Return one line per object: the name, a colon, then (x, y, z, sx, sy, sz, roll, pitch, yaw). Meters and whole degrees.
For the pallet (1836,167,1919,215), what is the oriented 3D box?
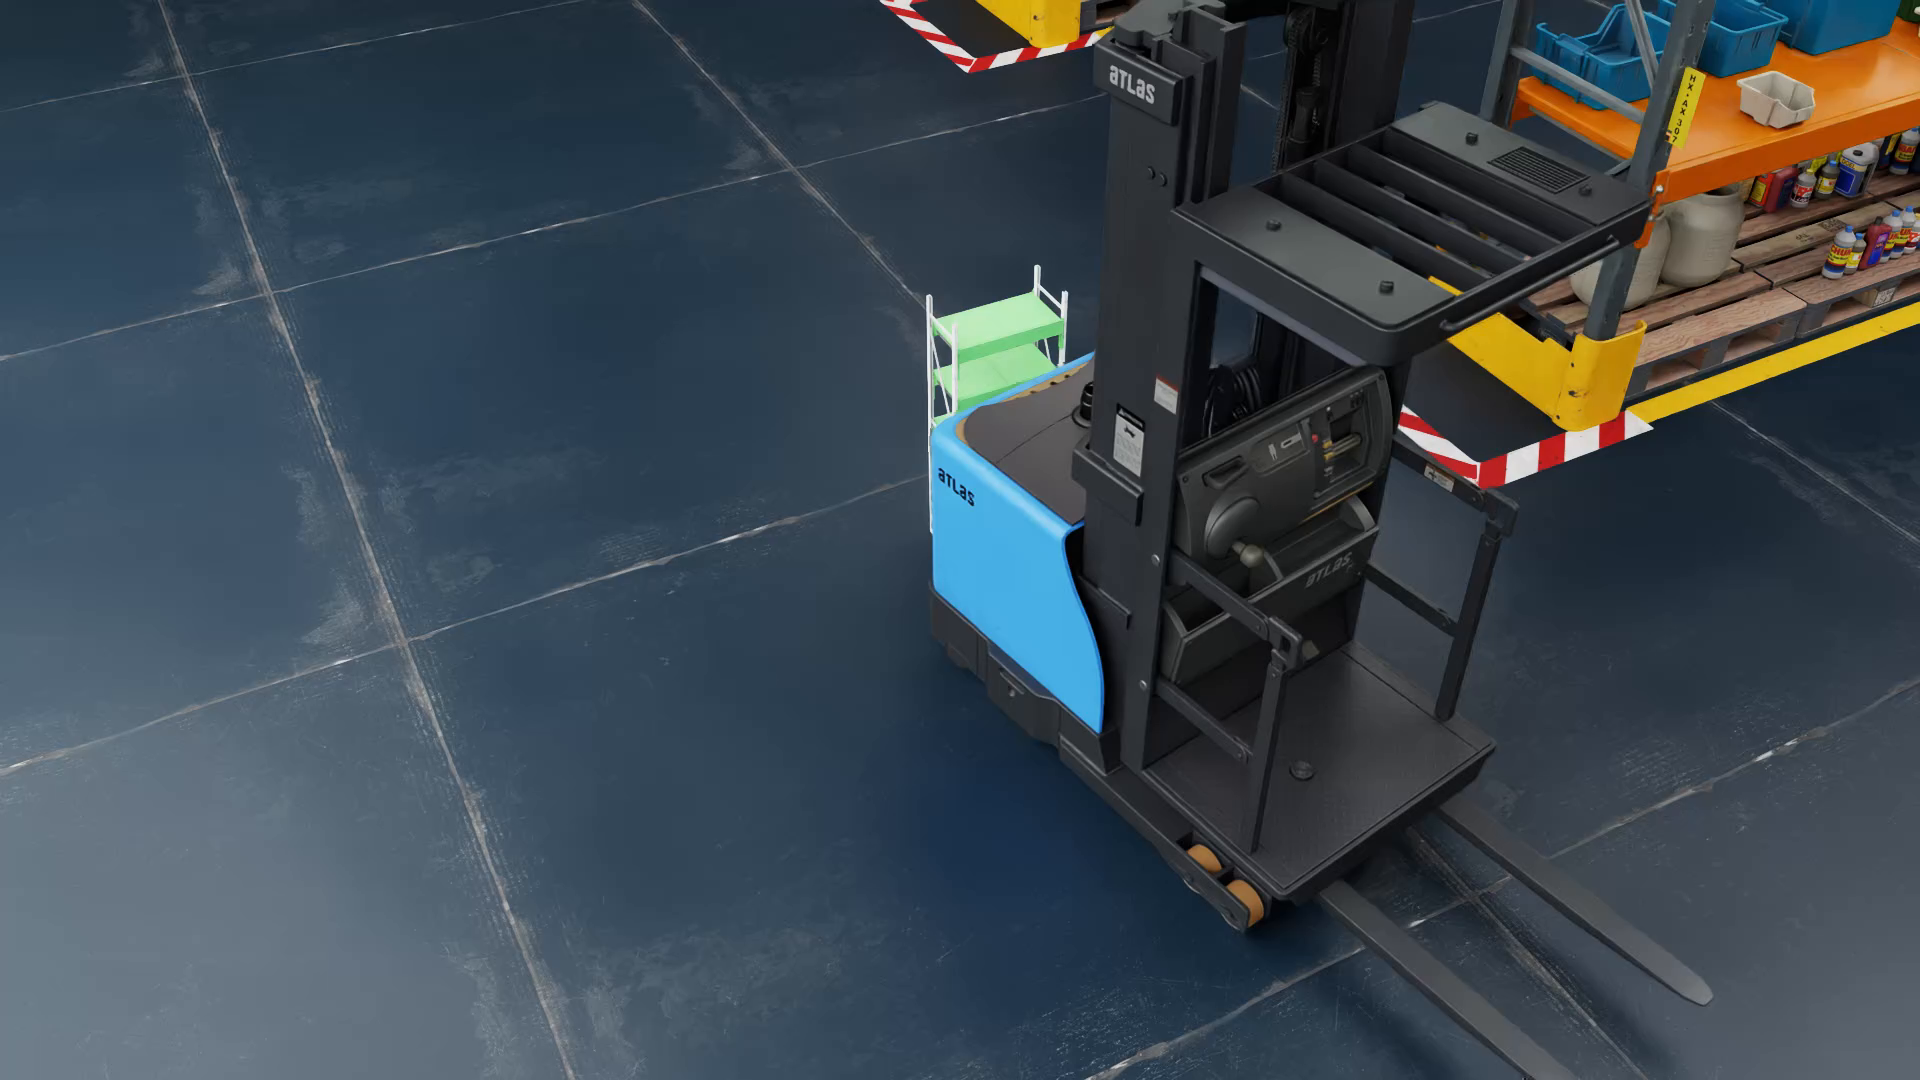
pallet: (5.647, -1.930, 9.367, 1.213, 0.211, 1.003, -19, 44, -21)

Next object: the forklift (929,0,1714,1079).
forklift: (1.177, -0.158, 5.168, 1.130, 2.935, 3.031, -27, 47, -28)

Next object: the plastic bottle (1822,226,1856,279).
plastic bottle: (4.466, -1.466, 8.432, 0.097, 0.271, 0.097, 0, 40, 0)

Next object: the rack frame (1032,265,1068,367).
rack frame: (0.363, -0.580, 7.007, 0.015, 1.200, 0.240, -19, 44, -21)

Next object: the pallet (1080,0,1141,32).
pallet: (1.088, -4.005, 11.817, 1.213, 0.211, 1.003, -19, 44, -21)

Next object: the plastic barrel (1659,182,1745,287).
plastic barrel: (3.707, -1.578, 8.393, 0.421, 0.512, 0.421, 0, 40, 0)

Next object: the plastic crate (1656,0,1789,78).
plastic crate: (3.598, -2.432, 7.916, 0.408, 0.251, 0.499, -19, 44, -21)

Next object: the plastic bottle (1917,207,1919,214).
plastic bottle: (5.171, -1.806, 8.823, 0.133, 0.283, 0.061, -19, 44, -21)

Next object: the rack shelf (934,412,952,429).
rack shelf: (0.147, -0.459, 6.962, 0.480, 0.148, 0.258, -19, 44, -21)

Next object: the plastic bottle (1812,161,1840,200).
plastic bottle: (4.739, -1.973, 9.084, 0.097, 0.201, 0.097, 0, 40, 0)

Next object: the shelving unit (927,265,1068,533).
shelving unit: (0.147, -0.507, 6.921, 0.503, 1.200, 0.258, -19, 44, -21)

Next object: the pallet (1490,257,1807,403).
pallet: (3.483, -1.202, 8.506, 1.213, 0.211, 1.003, -19, 44, -21)

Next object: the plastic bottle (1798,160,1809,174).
plastic bottle: (4.500, -2.006, 9.065, 0.135, 0.276, 0.152, -20, 44, -22)

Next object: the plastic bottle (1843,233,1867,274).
plastic bottle: (4.558, -1.470, 8.491, 0.097, 0.201, 0.097, 0, 40, 0)

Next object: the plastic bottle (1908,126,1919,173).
plastic bottle: (5.421, -2.242, 9.287, 0.185, 0.351, 0.144, -19, 44, -21)

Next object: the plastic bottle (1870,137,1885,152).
plastic bottle: (5.073, -2.173, 9.266, 0.097, 0.271, 0.097, 0, 40, 0)

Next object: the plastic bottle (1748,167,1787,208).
plastic bottle: (4.377, -1.964, 9.016, 0.135, 0.276, 0.152, -18, 44, -20)

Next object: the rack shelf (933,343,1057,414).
rack shelf: (0.147, -0.642, 6.807, 0.480, 0.148, 0.258, -19, 44, -21)

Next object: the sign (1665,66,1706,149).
sign: (2.964, -1.766, 6.801, 0.005, 0.325, 0.100, -19, 44, -21)

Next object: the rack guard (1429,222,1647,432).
rack guard: (2.760, -1.073, 8.130, 0.348, 0.500, 1.175, -19, 44, -21)

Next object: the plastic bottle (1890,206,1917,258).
plastic bottle: (4.859, -1.598, 8.588, 0.097, 0.271, 0.097, 0, 40, 0)

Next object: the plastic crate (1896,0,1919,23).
plastic crate: (4.927, -2.847, 8.455, 0.662, 0.188, 0.450, -19, 44, -21)

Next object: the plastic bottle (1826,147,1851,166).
plastic bottle: (4.810, -2.141, 9.168, 0.185, 0.351, 0.144, -19, 44, -21)

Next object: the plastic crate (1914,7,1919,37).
plastic crate: (4.938, -2.440, 8.016, 0.437, 0.136, 0.530, -19, 44, -21)

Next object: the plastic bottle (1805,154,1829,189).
plastic bottle: (4.645, -2.086, 9.102, 0.185, 0.351, 0.144, -17, 43, -19)

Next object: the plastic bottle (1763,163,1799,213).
plastic bottle: (4.426, -1.906, 8.942, 0.133, 0.283, 0.061, -19, 44, -21)

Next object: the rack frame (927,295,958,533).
rack frame: (-0.070, -0.435, 6.835, 0.015, 1.200, 0.240, -19, 44, -21)

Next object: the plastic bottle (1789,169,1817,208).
plastic bottle: (4.574, -1.911, 9.012, 0.097, 0.201, 0.097, 0, 40, 0)

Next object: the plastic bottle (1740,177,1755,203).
plastic bottle: (4.236, -1.953, 8.997, 0.133, 0.283, 0.061, -18, 43, -20)

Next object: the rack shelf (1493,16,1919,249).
rack shelf: (4.488, -2.299, 8.202, 4.000, 0.370, 1.077, -19, 44, -21)

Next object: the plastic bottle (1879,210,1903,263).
plastic bottle: (4.770, -1.568, 8.552, 0.097, 0.271, 0.097, 0, 40, 0)

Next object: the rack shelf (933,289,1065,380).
rack shelf: (0.147, -0.825, 6.652, 0.480, 0.148, 0.258, -19, 44, -21)

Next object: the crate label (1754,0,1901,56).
crate label: (4.221, -2.695, 8.085, 0.616, 0.435, 0.502, -19, 44, -21)

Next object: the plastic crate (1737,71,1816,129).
plastic crate: (3.656, -1.959, 7.447, 0.250, 0.136, 0.298, -19, 44, -21)

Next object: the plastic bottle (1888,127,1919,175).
plastic bottle: (5.281, -2.182, 9.277, 0.097, 0.271, 0.097, 0, 40, 0)

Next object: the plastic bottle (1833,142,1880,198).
plastic bottle: (4.900, -2.035, 9.101, 0.135, 0.276, 0.152, -19, 44, -21)

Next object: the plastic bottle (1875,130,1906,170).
plastic bottle: (5.187, -2.268, 9.318, 0.185, 0.351, 0.144, -20, 44, -22)

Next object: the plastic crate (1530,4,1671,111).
plastic crate: (3.020, -2.241, 7.691, 0.616, 0.251, 0.499, -19, 44, -21)

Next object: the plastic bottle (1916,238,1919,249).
plastic bottle: (5.038, -1.659, 8.659, 0.097, 0.271, 0.097, 0, 40, 0)

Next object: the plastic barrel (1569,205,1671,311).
plastic barrel: (3.262, -1.428, 8.216, 0.421, 0.512, 0.421, 0, 40, 0)

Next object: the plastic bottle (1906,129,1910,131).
plastic bottle: (5.354, -2.325, 9.384, 0.185, 0.351, 0.144, -17, 43, -20)

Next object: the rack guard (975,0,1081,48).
rack guard: (0.408, -3.855, 11.418, 0.348, 0.500, 1.175, -19, 44, -21)

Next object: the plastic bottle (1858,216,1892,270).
plastic bottle: (4.675, -1.528, 8.495, 0.133, 0.283, 0.061, -18, 43, -20)

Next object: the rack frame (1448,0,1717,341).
rack frame: (2.714, -1.977, 7.264, 0.127, 3.000, 1.000, -19, 44, -21)

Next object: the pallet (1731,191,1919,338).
pallet: (4.563, -1.563, 8.933, 1.213, 0.211, 1.003, -19, 44, -21)

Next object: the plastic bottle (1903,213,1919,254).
plastic bottle: (4.947, -1.601, 8.645, 0.097, 0.201, 0.097, 0, 40, 0)
